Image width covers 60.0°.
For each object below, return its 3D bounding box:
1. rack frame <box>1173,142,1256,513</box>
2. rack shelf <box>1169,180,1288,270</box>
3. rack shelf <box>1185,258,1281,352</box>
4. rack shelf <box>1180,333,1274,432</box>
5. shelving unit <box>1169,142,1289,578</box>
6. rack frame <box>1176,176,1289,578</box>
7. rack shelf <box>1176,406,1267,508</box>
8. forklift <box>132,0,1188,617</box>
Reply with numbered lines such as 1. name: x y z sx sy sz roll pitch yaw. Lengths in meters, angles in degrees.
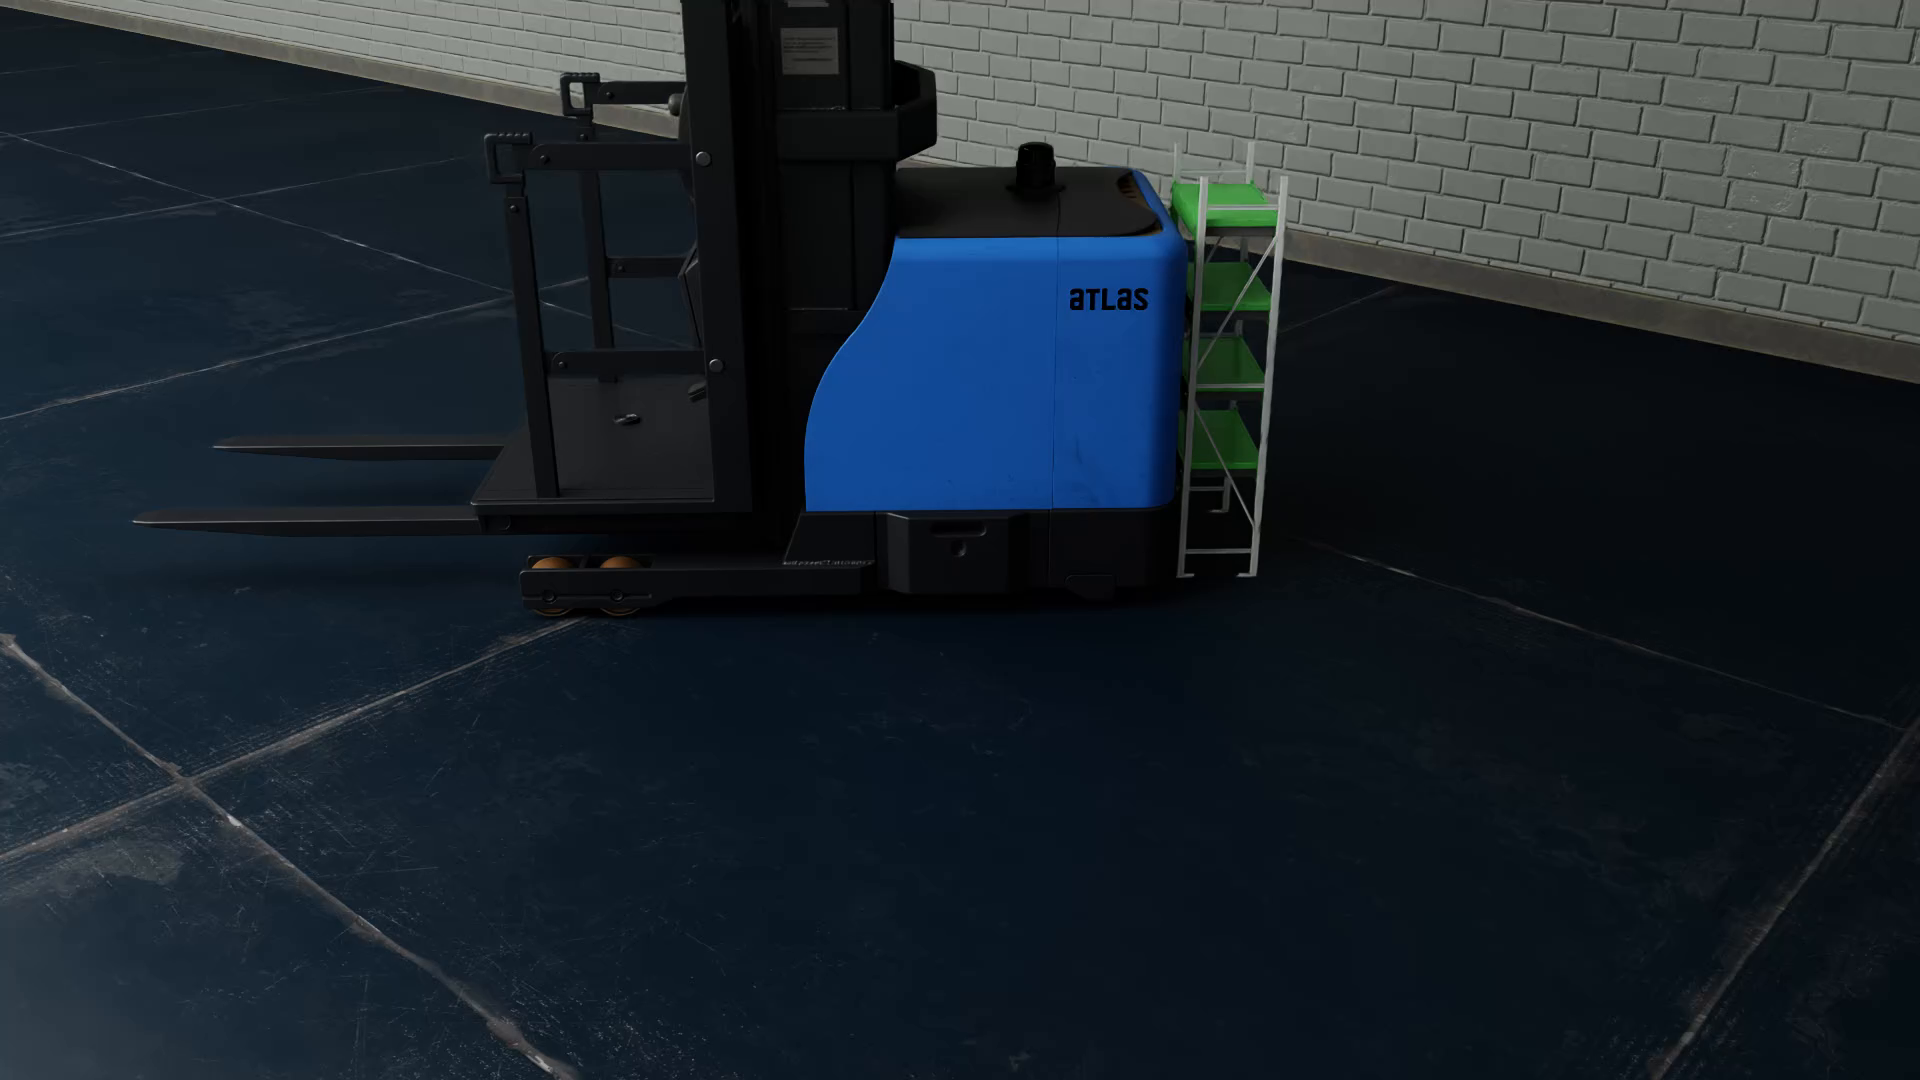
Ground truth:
1. rack frame: 0.761 -0.638 5.206 0.240 1.200 0.015 -1 24 -1
2. rack shelf: 0.768 -0.918 4.813 0.258 0.148 0.480 -1 24 -1
3. rack shelf: 0.767 -0.699 4.912 0.258 0.148 0.480 -1 24 -1
4. rack shelf: 0.767 -0.480 5.010 0.258 0.148 0.480 -1 24 -1
5. shelving unit: 0.767 -0.538 4.984 0.258 1.200 0.503 -1 24 -1
6. rack frame: 0.773 -0.439 4.761 0.240 1.200 0.015 -1 24 -1
7. rack shelf: 0.767 -0.261 5.108 0.258 0.148 0.480 -1 24 -1
8. forklift: -0.897 -1.337 4.650 3.031 2.935 1.130 -1 24 -1
